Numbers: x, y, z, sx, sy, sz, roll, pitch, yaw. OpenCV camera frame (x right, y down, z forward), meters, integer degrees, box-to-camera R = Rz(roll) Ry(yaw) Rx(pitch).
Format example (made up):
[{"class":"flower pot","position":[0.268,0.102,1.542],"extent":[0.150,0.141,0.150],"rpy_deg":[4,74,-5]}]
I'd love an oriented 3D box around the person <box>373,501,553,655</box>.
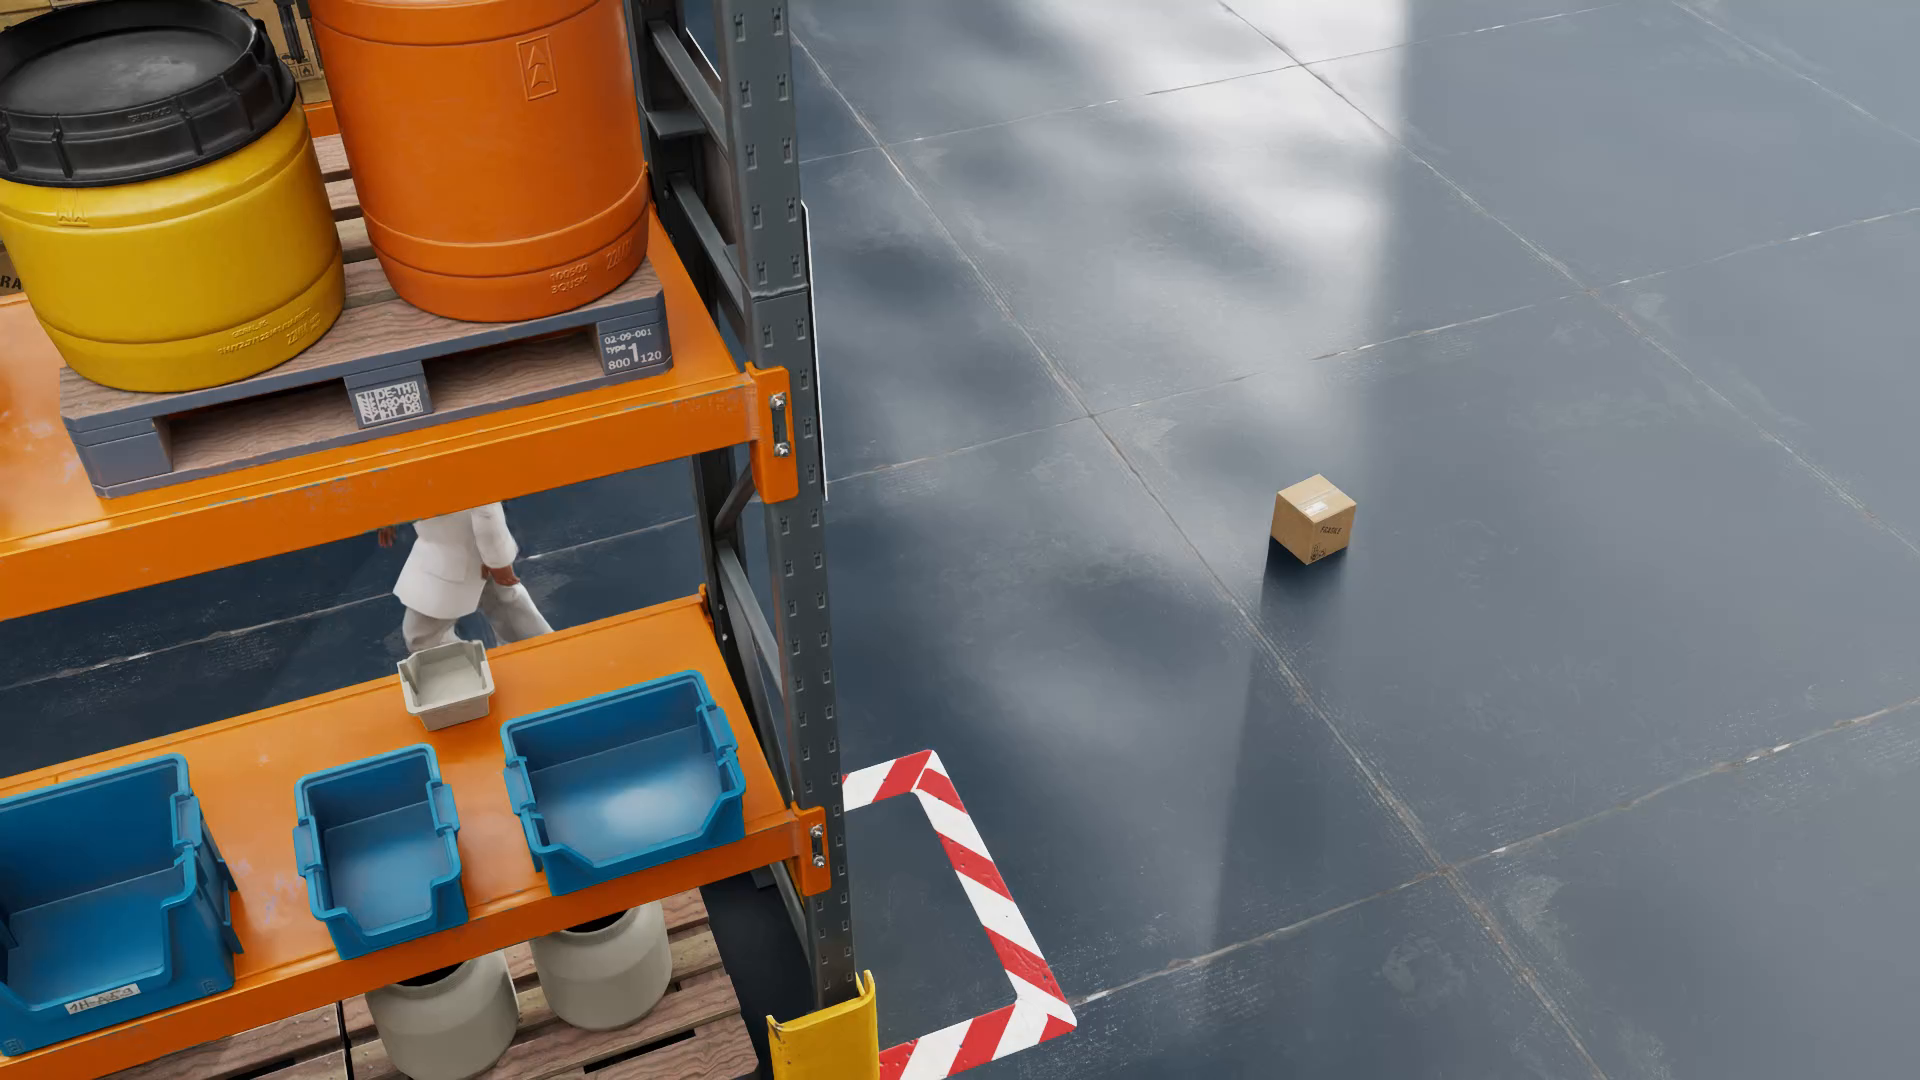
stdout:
[{"class":"person","position":[-1.861,-0.003,6.189],"extent":[0.590,1.847,0.578],"rpy_deg":[-15,43,-17]}]
